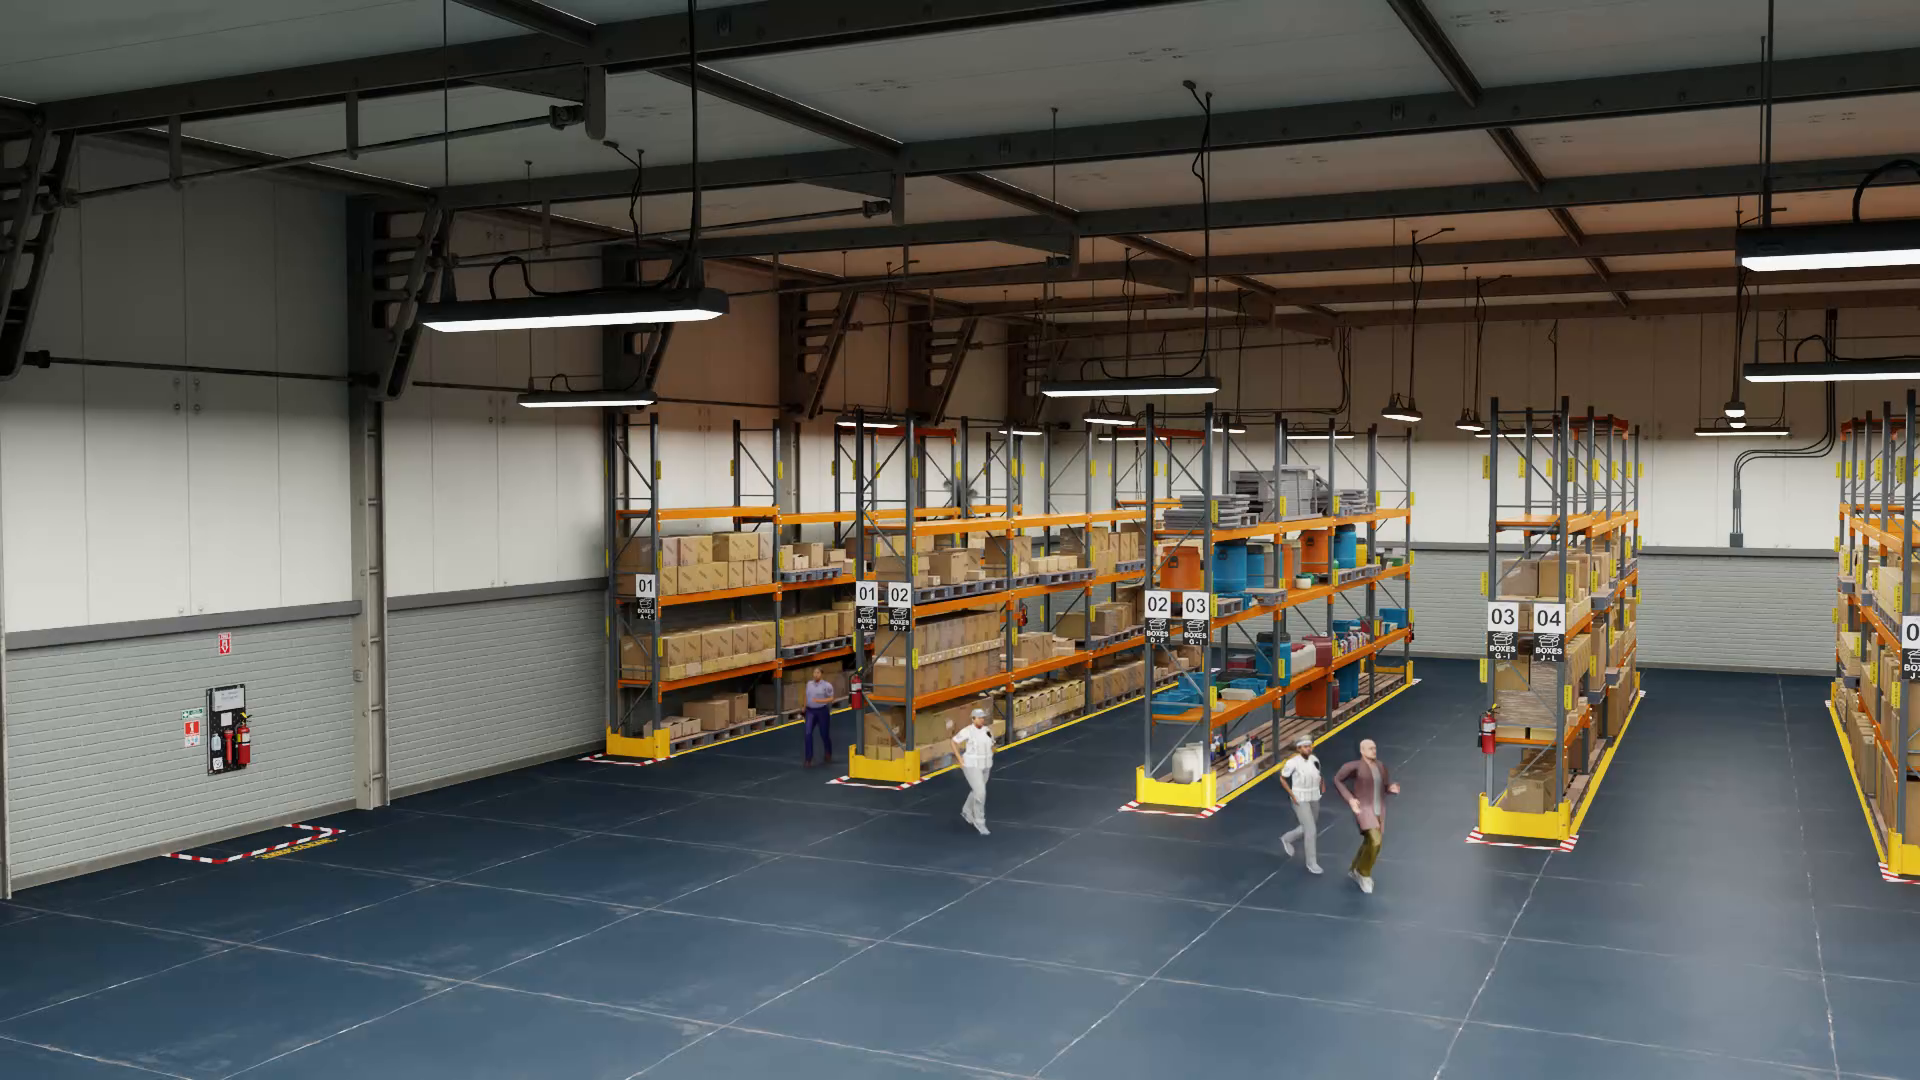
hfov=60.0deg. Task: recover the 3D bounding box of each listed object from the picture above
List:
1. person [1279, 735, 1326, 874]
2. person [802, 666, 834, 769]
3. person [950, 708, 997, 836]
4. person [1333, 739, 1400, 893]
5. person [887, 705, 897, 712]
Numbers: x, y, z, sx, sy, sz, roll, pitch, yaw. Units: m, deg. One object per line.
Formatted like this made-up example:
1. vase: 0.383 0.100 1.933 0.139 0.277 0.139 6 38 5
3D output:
1. person: 4.328 3.286 20.955 0.574 1.703 0.792 -1 3 -27
2. person: -2.410 2.982 28.224 0.600 1.678 0.863 1 2 13
3. person: 0.225 3.199 23.103 0.582 1.728 0.771 -2 3 -43
4. person: 4.893 3.287 19.845 0.686 1.812 0.756 -1 3 -31
5. person: -1.124 2.874 30.684 0.657 1.670 0.612 1 3 21
